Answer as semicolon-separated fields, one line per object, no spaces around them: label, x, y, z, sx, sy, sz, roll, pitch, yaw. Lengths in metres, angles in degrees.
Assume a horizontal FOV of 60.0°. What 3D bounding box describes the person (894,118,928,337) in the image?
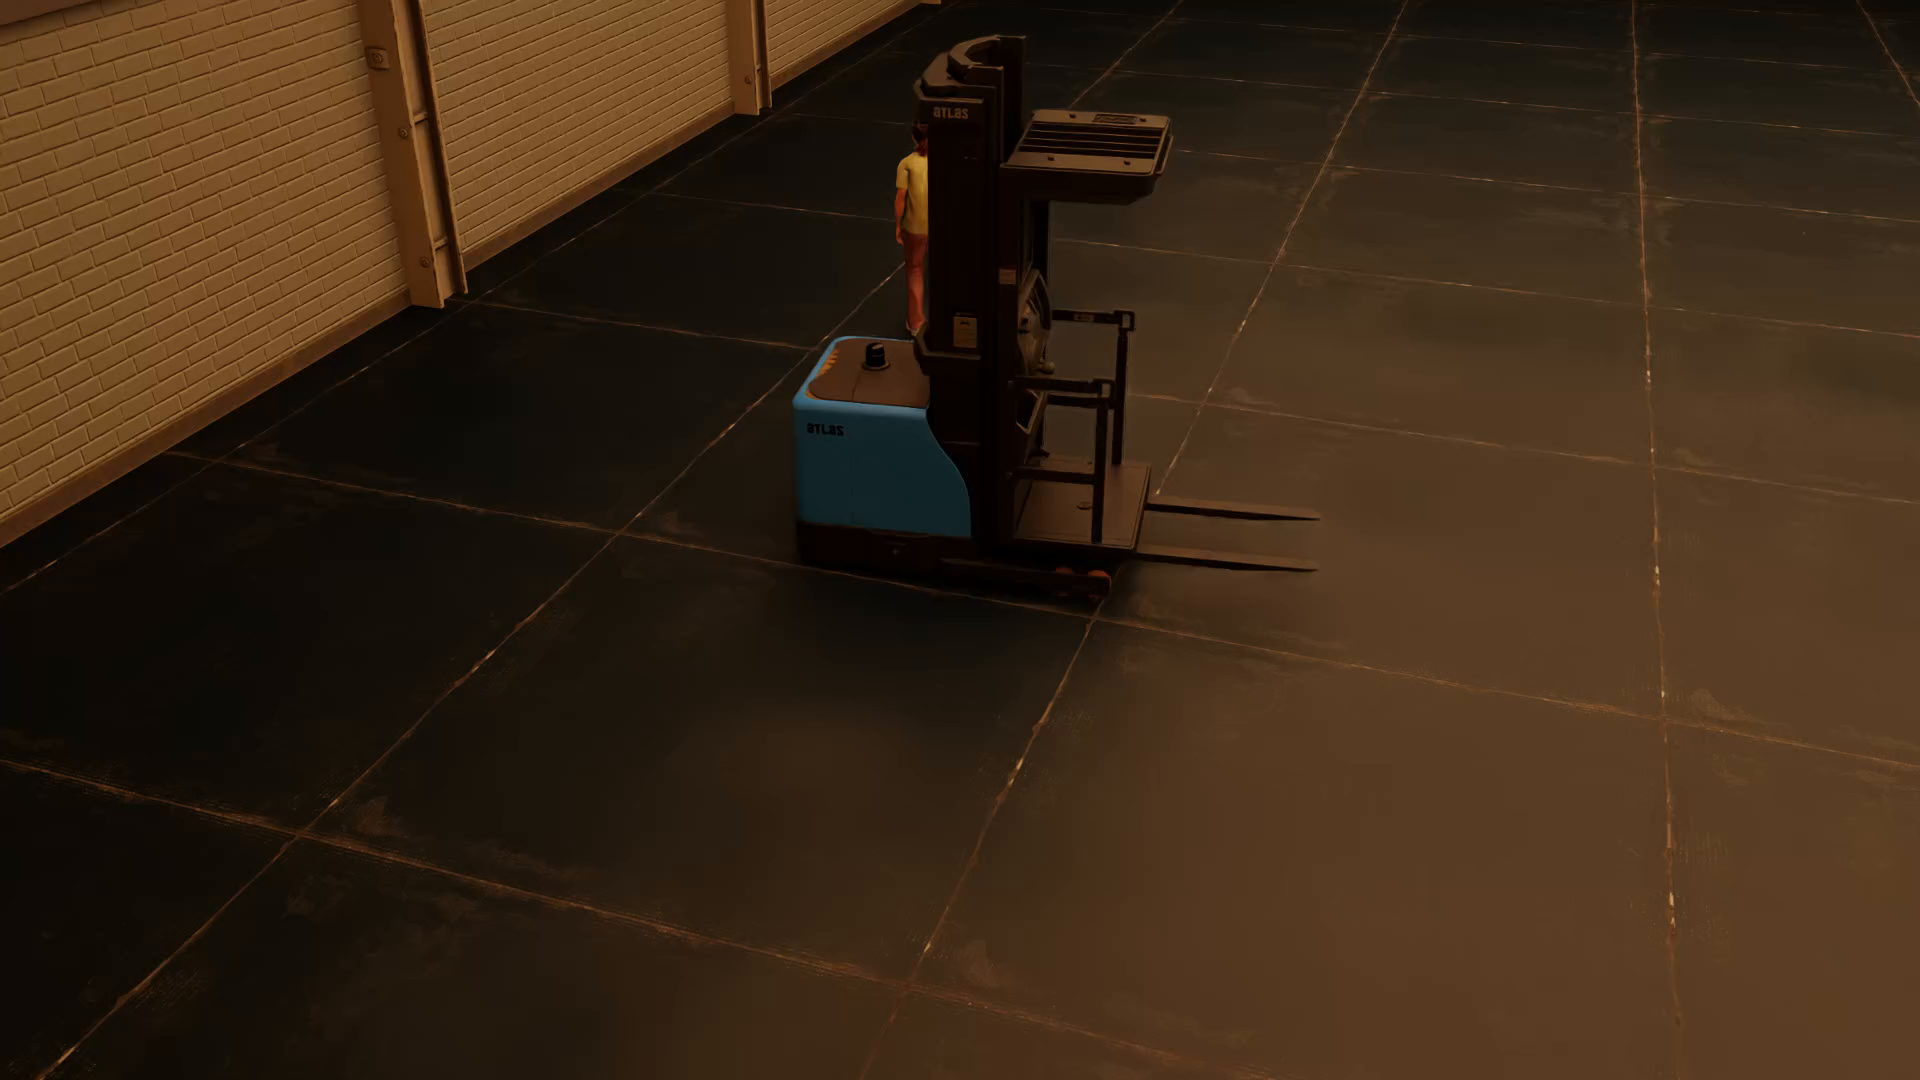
person;-0.246;-2.345;12.524;0.498;1.672;0.363;-2;30;-4

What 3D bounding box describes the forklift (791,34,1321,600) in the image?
forklift;0.603;-1.219;9.276;3.031;2.935;1.130;6;30;10
